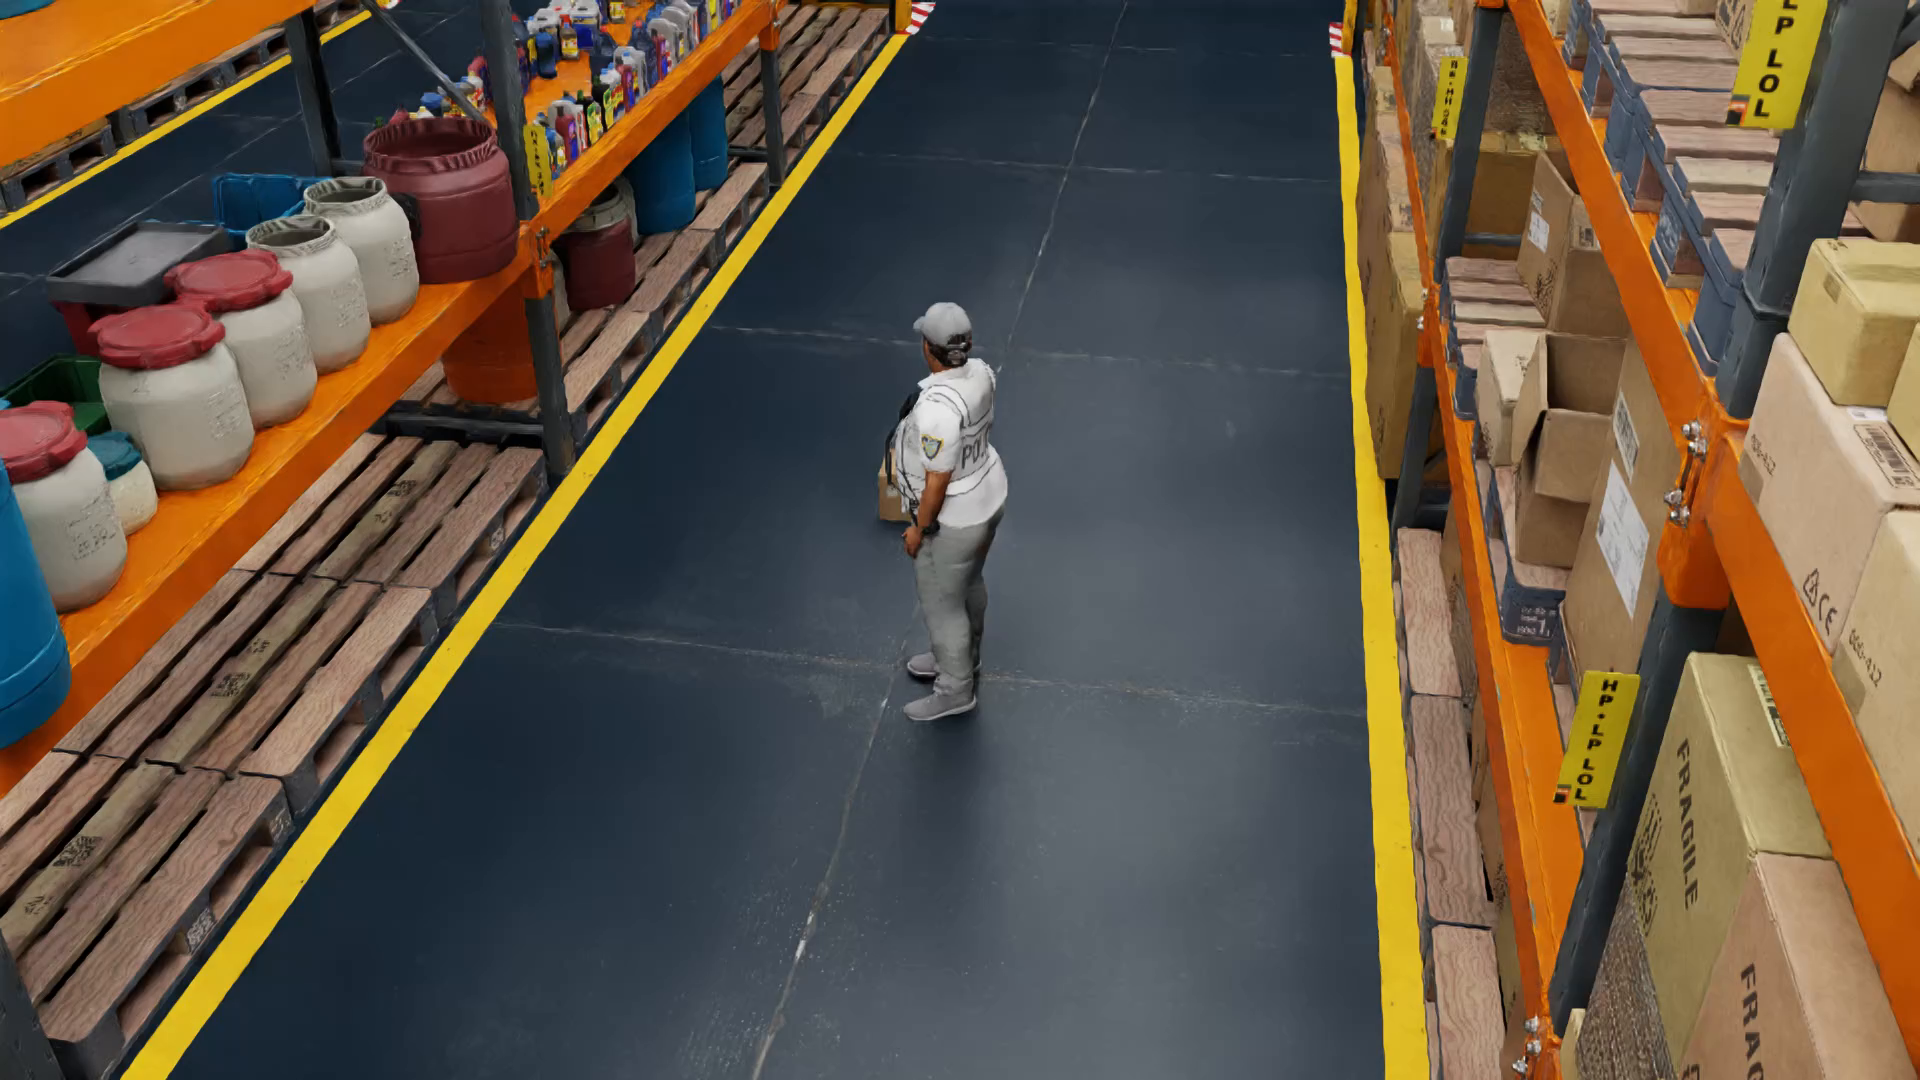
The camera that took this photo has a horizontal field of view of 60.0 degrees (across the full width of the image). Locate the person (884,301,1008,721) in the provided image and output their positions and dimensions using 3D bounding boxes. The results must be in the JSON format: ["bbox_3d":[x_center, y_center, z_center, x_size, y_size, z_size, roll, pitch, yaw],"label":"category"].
[{"bbox_3d":[-0.041,-0.096,6.284,0.415,1.711,0.527,12,35,19],"label":"person"}]
